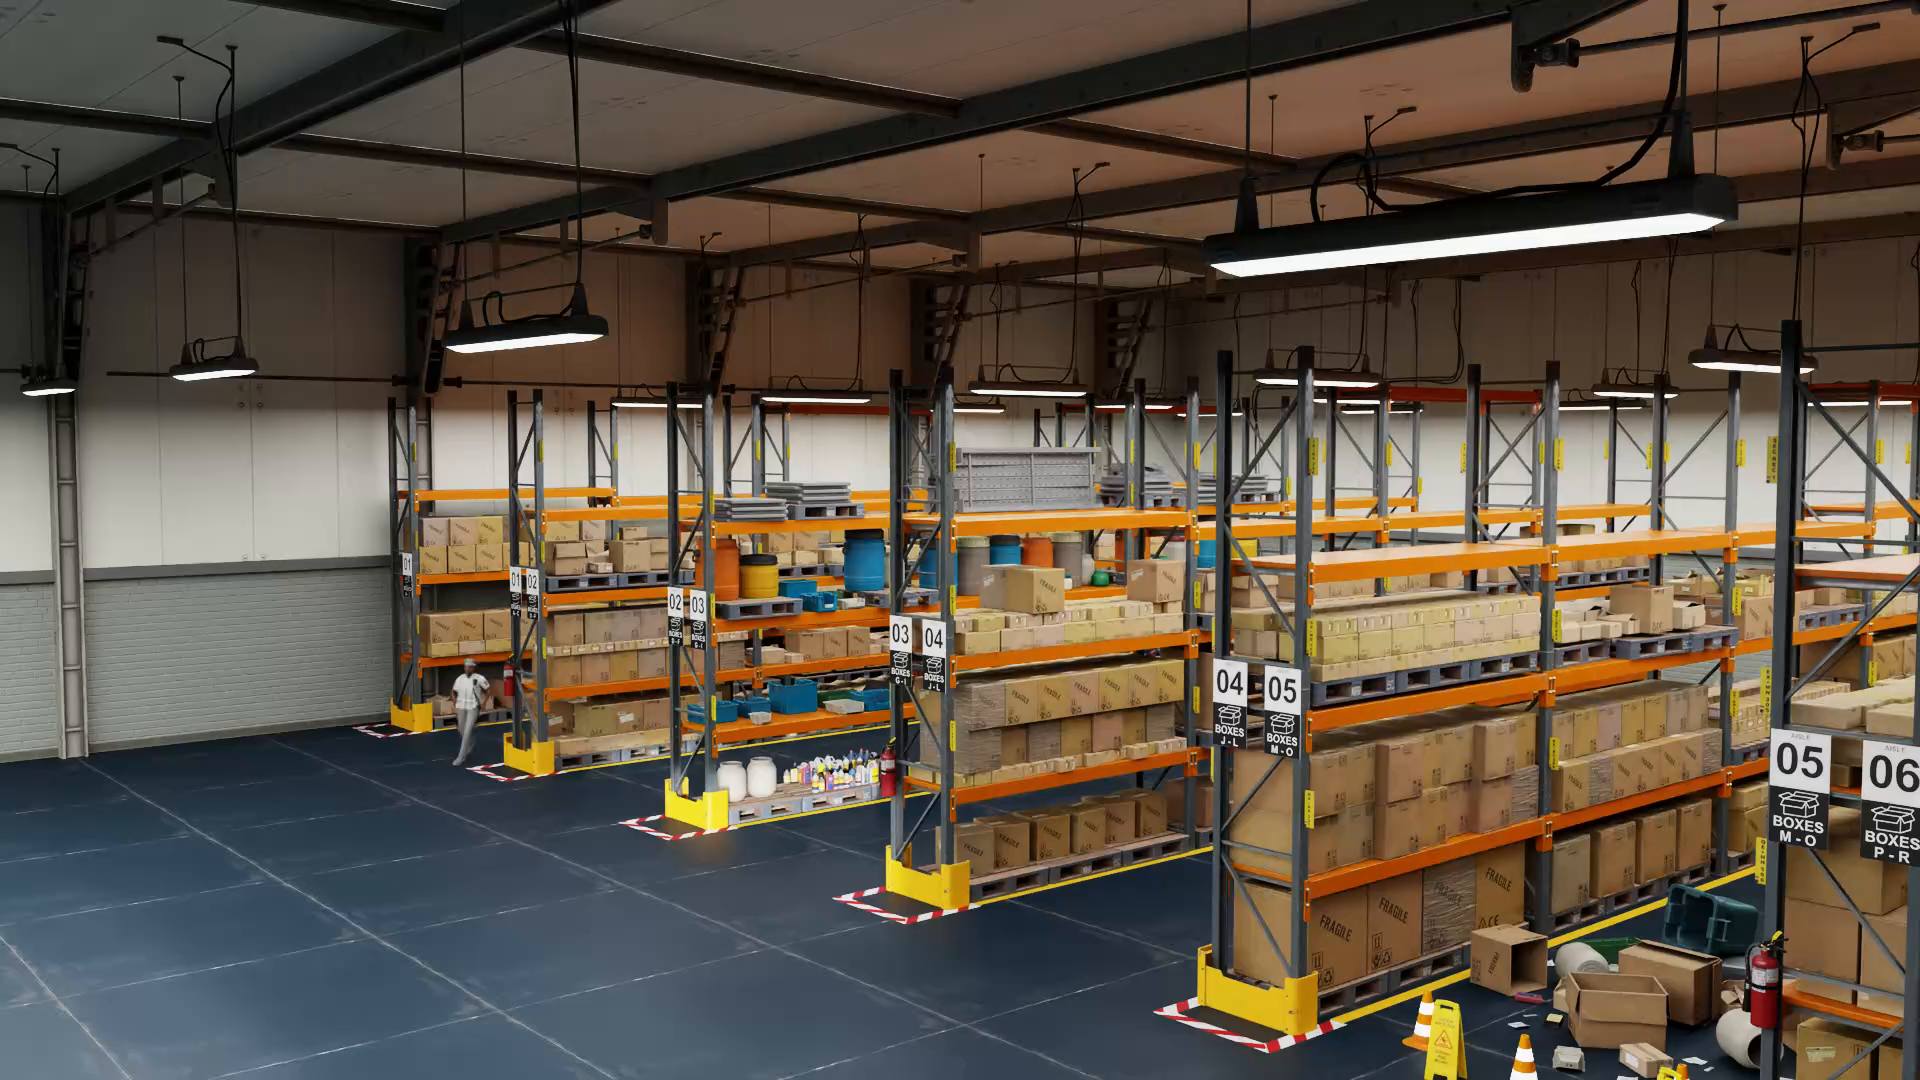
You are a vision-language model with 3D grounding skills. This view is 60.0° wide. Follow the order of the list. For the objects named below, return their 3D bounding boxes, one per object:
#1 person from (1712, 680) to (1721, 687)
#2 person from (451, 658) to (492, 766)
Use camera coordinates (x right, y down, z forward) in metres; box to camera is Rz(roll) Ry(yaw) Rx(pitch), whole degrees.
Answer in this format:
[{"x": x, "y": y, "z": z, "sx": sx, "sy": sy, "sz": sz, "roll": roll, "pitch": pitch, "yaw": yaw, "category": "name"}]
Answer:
[{"x": 10.990, "y": 2.890, "z": 24.070, "sx": 0.629, "sy": 1.755, "sz": 0.649, "roll": -3, "pitch": 4, "yaw": -41, "category": "person"}, {"x": -7.950, "y": 2.745, "z": 26.951, "sx": 0.618, "sy": 1.689, "sz": 0.957, "roll": 0, "pitch": 3, "yaw": 5, "category": "person"}]
